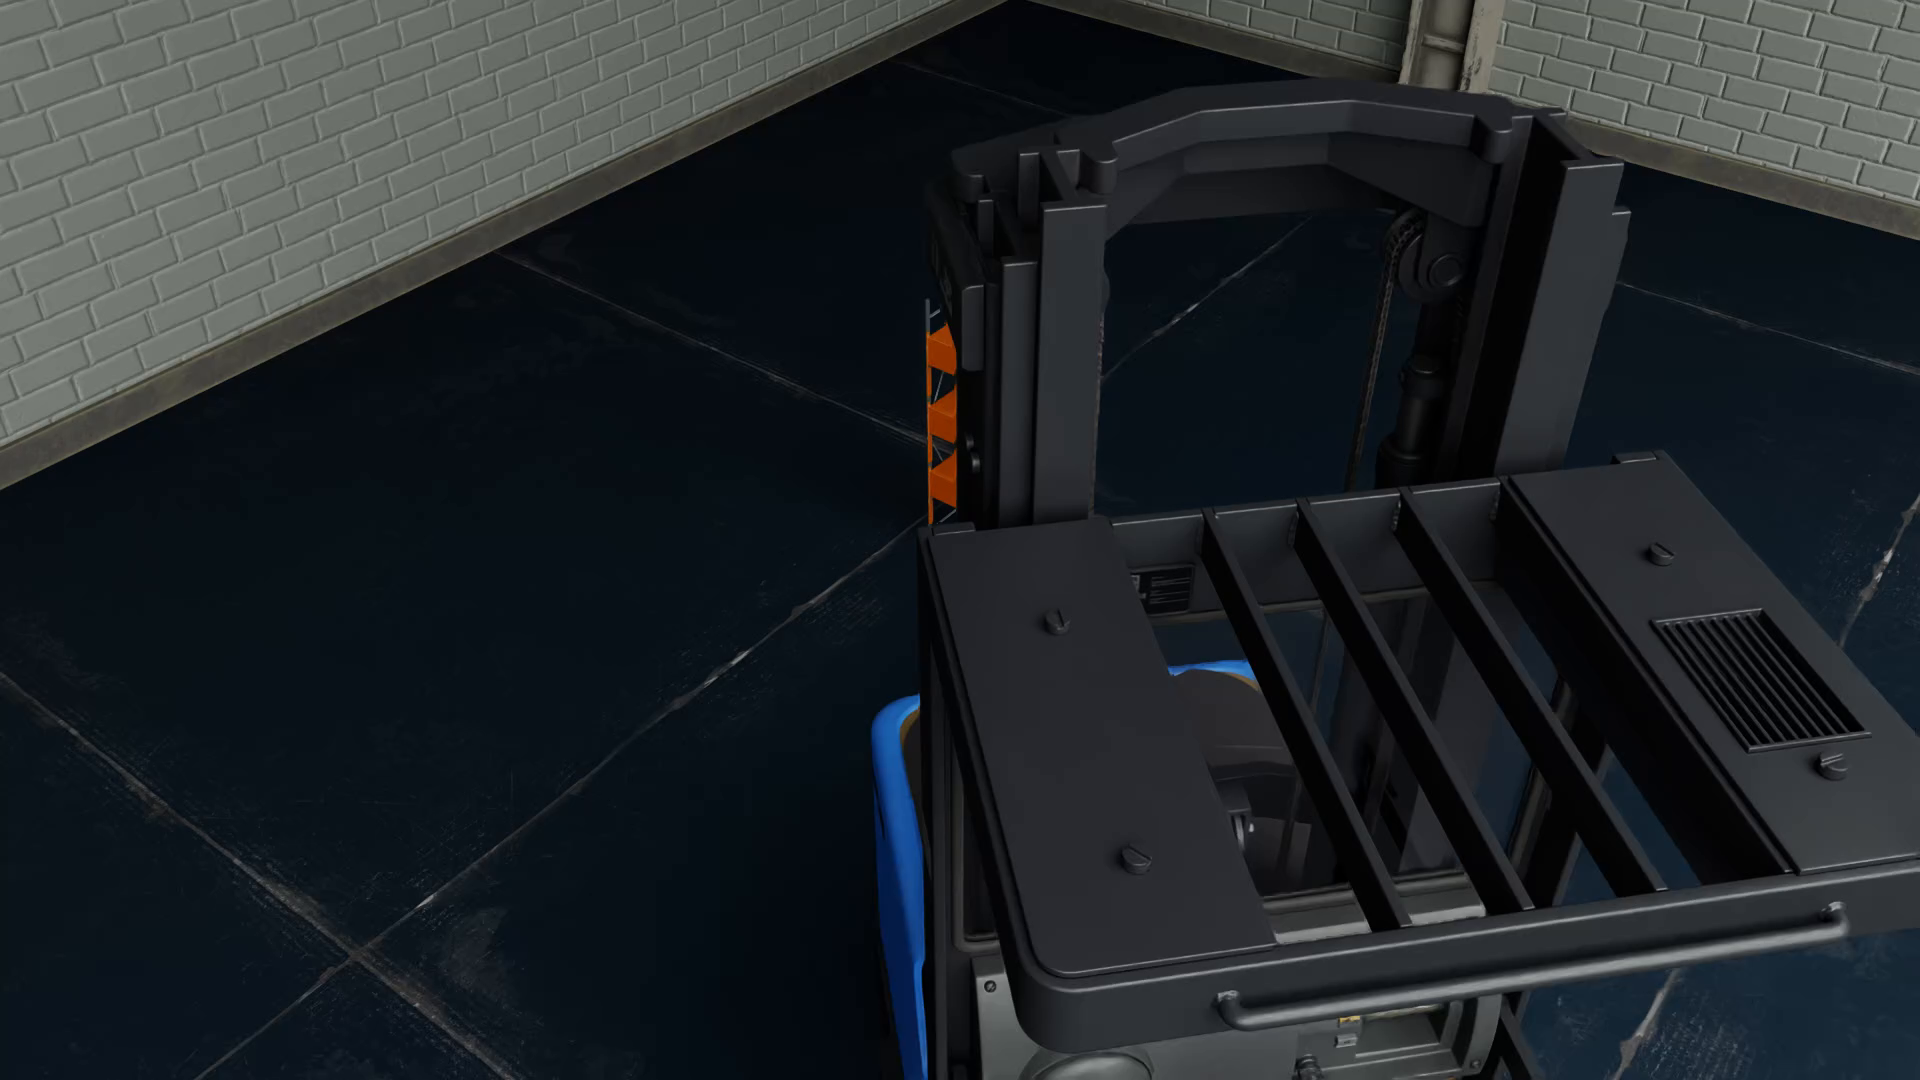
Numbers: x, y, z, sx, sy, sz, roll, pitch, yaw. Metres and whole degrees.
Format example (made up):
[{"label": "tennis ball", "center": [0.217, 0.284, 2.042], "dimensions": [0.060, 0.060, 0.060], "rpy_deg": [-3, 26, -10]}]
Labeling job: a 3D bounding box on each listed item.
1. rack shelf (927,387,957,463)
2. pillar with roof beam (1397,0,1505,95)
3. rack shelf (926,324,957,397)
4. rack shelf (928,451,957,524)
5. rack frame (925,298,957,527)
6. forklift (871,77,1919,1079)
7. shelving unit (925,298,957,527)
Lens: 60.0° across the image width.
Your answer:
[{"label": "rack shelf", "center": [0.042, -0.385, 5.907], "dimensions": [0.240, 0.259, 0.215], "rpy_deg": [25, 45, 29]}, {"label": "pillar with roof beam", "center": [0.027, -3.767, 3.762], "dimensions": [0.400, 9.000, 9.100], "rpy_deg": [25, 45, 29]}, {"label": "rack shelf", "center": [0.042, -0.608, 5.732], "dimensions": [0.240, 0.259, 0.215], "rpy_deg": [25, 45, 29]}, {"label": "rack shelf", "center": [0.043, -0.166, 6.079], "dimensions": [0.240, 0.259, 0.215], "rpy_deg": [25, 45, 29]}, {"label": "rack frame", "center": [-0.054, -0.439, 5.959], "dimensions": [0.008, 1.050, 0.200], "rpy_deg": [25, 45, 29]}, {"label": "forklift", "center": [0.527, 0.920, 2.697], "dimensions": [1.130, 2.935, 3.031], "rpy_deg": [-6, 38, -8]}, {"label": "shelving unit", "center": [0.042, -0.393, 5.901], "dimensions": [0.252, 1.050, 0.215], "rpy_deg": [25, 45, 29]}]
